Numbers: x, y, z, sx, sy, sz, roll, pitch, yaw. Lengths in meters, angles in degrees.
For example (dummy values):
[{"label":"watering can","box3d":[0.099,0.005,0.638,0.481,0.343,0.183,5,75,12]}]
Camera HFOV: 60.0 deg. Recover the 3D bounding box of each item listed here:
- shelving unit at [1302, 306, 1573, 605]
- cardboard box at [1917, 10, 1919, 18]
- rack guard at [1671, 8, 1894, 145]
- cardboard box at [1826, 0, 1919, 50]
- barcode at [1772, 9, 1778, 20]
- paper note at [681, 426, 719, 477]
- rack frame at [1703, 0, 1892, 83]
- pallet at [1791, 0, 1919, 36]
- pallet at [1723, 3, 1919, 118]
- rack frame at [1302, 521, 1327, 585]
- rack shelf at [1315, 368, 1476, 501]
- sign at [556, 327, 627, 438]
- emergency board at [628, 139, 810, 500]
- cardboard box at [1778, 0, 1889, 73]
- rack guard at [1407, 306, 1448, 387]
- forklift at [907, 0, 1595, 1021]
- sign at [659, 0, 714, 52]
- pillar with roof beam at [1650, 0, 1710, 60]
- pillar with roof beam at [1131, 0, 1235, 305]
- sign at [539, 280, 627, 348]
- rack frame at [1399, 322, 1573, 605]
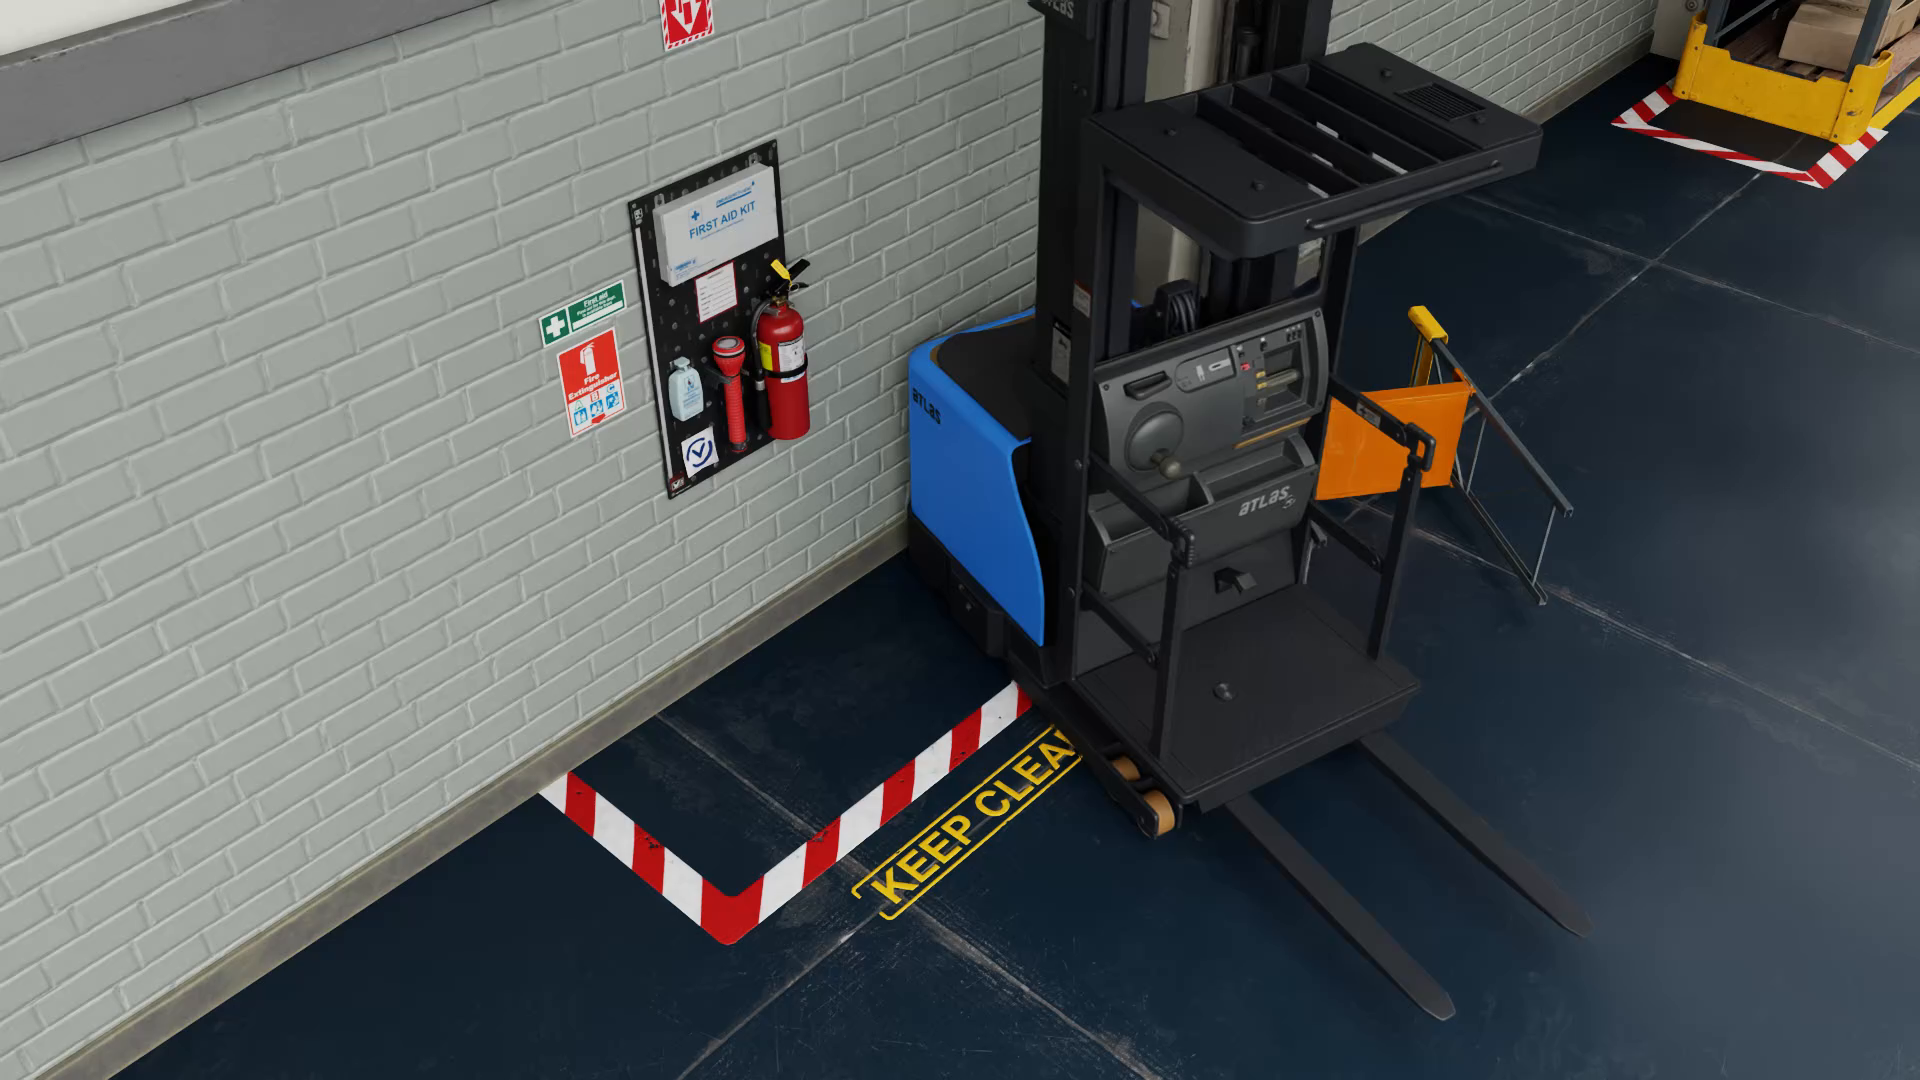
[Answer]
[{"label":"shelving unit","box3d":[1.756,-0.328,7.170,1.083,0.587,1.500,-7,39,-9]},{"label":"cardboard box","box3d":[6.601,-3.955,11.469,0.700,0.500,0.500,27,46,29]},{"label":"rack guard","box3d":[5.203,-2.960,10.571,1.175,0.500,0.348,30,47,32]},{"label":"cardboard box","box3d":[6.070,-3.565,11.131,0.500,0.311,0.500,-30,47,-32]},{"label":"barcode","box3d":[5.402,-3.483,11.020,0.001,0.075,0.075,30,47,32]},{"label":"paper note","box3d":[-0.928,-0.316,5.945,0.016,0.148,0.142,30,47,32]},{"label":"rack frame","box3d":[5.152,-3.904,9.749,1.000,3.000,0.127,30,47,32]},{"label":"pallet","box3d":[6.600,-3.763,11.813,1.003,0.211,1.213,30,47,32]},{"label":"pallet","box3d":[5.777,-3.205,11.112,1.003,0.211,1.213,30,47,32]},{"label":"rack frame","box3d":[1.248,-0.267,7.093,0.032,0.500,1.500,-7,39,-9]},{"label":"rack shelf","box3d":[1.713,-0.437,7.307,1.000,0.538,0.185,-7,39,-9]},{"label":"sign","box3d":[-1.207,-0.516,5.460,0.001,0.329,0.234,30,47,32]},{"label":"emergency board","box3d":[-0.758,-0.713,5.736,0.194,1.169,0.643,30,47,32]},{"label":"cardboard box","box3d":[5.685,-3.304,10.801,0.500,0.311,0.500,24,44,27]},{"label":"rack guard","box3d":[2.127,-0.769,7.724,0.087,0.587,0.250,-7,39,-9]},{"label":"forklift","box3d":[0.971,-0.425,5.429,1.130,2.935,3.031,-21,43,-24]},{"label":"sign","box3d":[-0.837,-1.658,5.063,0.001,0.298,0.199,30,47,32]},{"label":"pillar with roof beam","box3d":[8.163,-5.129,6.470,9.100,9.000,0.400,30,47,32]},{"label":"pillar with roof beam","box3d":[4.115,-2.372,3.003,9.100,9.000,0.400,30,47,32]},{"label":"sign","box3d":[-1.197,-0.722,5.293,0.001,0.109,0.331,30,47,32]},{"label":"rack frame","box3d":[2.246,-0.387,7.244,0.032,0.500,1.500,-7,39,-9]}]
